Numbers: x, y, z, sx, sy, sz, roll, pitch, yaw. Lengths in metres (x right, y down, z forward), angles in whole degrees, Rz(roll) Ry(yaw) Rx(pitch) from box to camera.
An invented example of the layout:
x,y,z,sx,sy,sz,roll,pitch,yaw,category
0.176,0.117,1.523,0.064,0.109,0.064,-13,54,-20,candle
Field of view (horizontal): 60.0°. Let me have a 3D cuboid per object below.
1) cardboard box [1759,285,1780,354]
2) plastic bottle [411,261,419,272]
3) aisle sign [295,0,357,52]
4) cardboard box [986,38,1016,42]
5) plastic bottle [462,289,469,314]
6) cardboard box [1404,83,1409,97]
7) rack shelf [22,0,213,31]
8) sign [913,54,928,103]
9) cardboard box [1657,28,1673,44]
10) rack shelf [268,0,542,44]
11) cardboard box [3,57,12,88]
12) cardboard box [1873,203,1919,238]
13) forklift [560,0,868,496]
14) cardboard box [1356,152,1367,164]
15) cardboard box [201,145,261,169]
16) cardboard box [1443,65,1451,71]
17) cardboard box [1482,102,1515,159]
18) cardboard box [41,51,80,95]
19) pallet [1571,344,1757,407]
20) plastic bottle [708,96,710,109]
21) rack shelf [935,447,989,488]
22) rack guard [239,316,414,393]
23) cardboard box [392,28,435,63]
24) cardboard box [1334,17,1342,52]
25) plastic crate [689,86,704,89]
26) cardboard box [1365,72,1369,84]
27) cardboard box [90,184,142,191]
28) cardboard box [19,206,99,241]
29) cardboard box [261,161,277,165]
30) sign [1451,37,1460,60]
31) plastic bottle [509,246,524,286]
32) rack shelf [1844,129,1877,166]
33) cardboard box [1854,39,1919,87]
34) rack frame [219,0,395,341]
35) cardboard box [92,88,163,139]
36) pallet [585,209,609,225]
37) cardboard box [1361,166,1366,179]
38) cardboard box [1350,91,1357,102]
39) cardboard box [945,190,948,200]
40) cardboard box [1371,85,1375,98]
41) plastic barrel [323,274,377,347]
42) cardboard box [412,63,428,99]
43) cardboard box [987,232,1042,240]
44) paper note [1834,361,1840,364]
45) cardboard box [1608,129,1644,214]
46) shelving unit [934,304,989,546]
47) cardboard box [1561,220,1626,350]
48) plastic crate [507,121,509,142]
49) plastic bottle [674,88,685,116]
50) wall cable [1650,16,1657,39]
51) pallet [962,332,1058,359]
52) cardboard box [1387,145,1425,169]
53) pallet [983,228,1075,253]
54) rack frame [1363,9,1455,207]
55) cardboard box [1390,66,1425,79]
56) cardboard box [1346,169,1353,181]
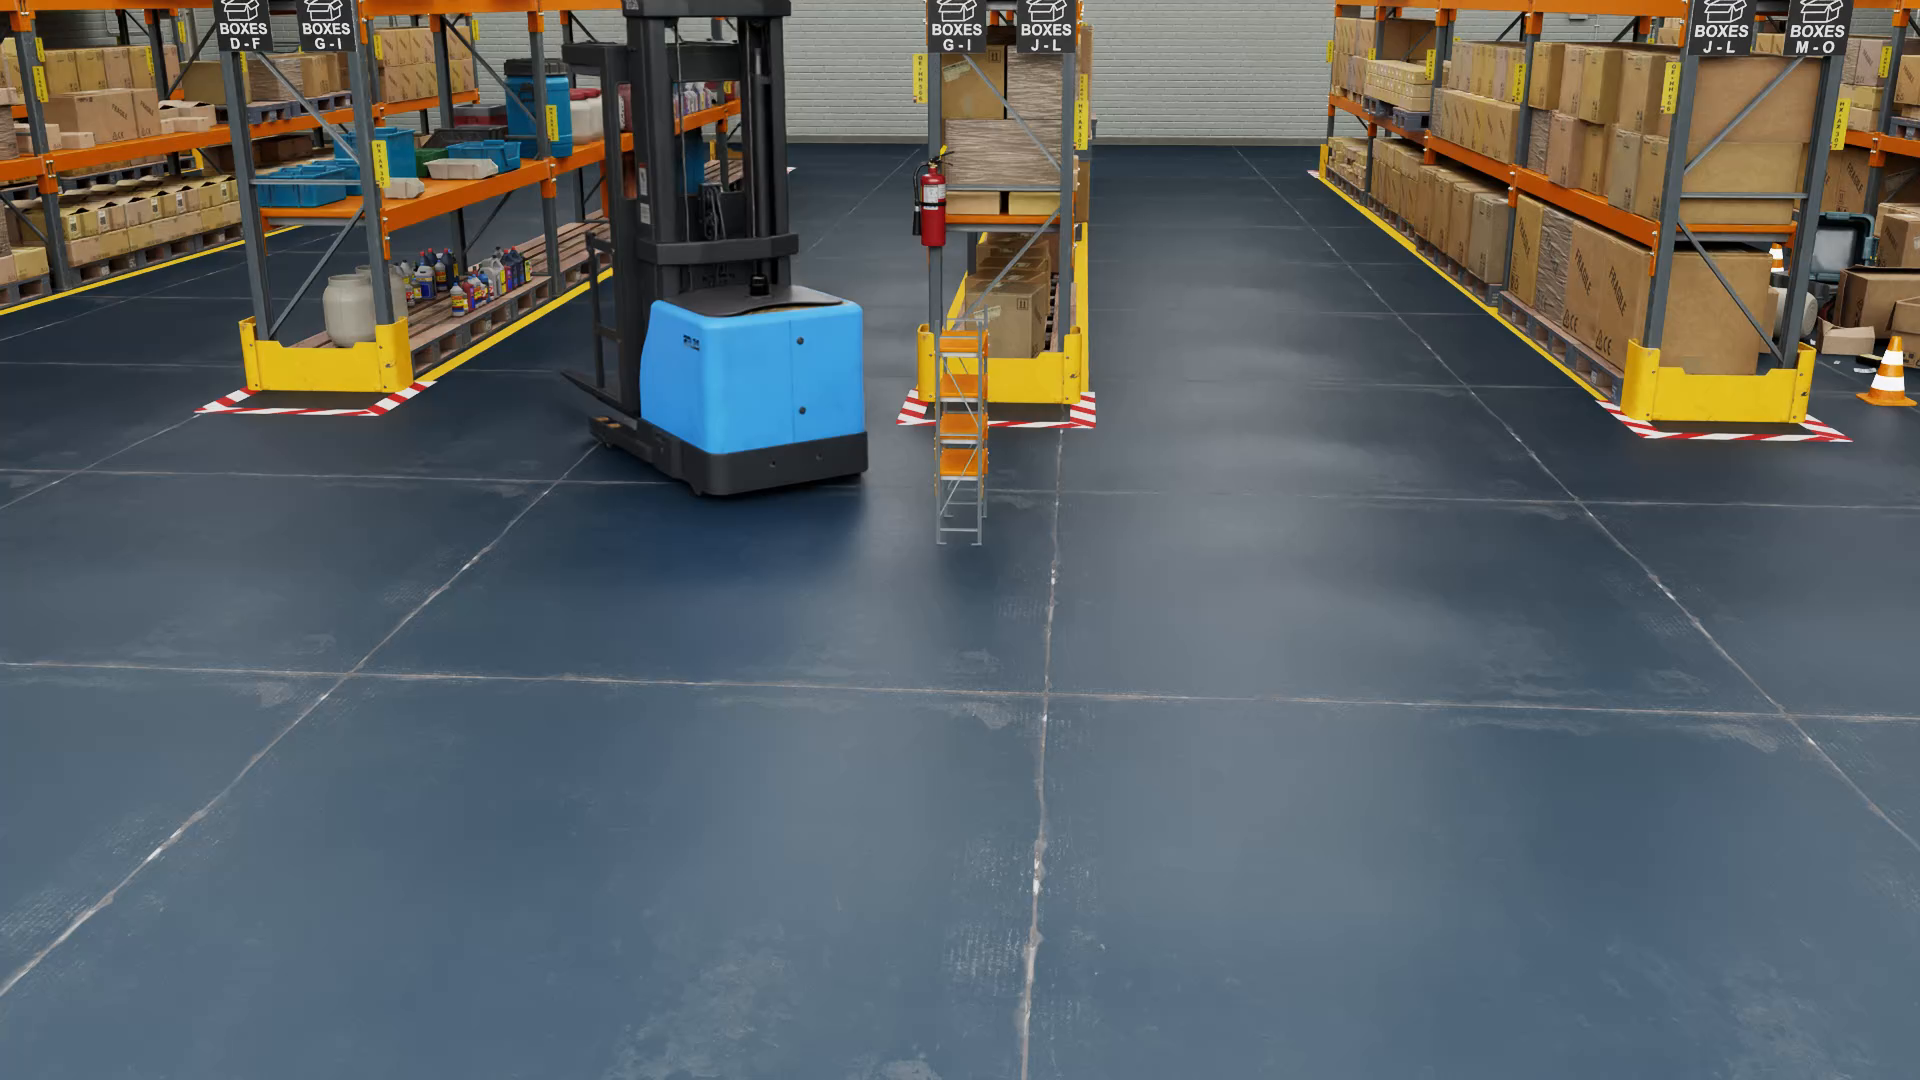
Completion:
x,y,z,sx,sy,sz,roll,pitch,yaw,category
6.422,-1.848,13.754,0.500,0.500,0.500,4,19,13,cardboard box
-4.909,-2.360,14.963,0.061,0.283,0.133,2,18,6,plastic bottle
-4.370,-3.756,11.394,0.394,0.787,0.004,1,18,4,aisle sign
0.188,-3.745,13.291,0.500,0.500,0.500,1,18,4,cardboard box
-4.209,-2.017,14.049,0.097,0.201,0.097,0,18,0,plastic bottle
5.395,-5.250,19.378,0.380,0.149,0.250,2,18,6,cardboard box
-9.168,-5.608,17.560,1.077,0.370,4.000,1,18,4,rack shelf
-0.269,-3.158,11.377,0.100,0.325,0.005,1,18,4,sign
10.996,-7.567,25.433,0.500,0.500,0.500,1,18,3,cardboard box
-4.514,-4.254,13.427,1.077,0.370,4.000,1,18,4,rack shelf
-13.487,-6.388,22.932,0.500,0.500,0.500,1,18,4,cardboard box
10.690,-3.478,18.266,0.950,0.372,0.625,0,18,0,cardboard box
-1.768,-2.052,10.477,1.130,2.935,3.031,-11,21,-31,forklift
5.838,-5.425,23.612,0.380,0.149,0.250,1,18,3,cardboard box
-9.191,-4.837,20.970,0.500,0.250,0.500,2,18,6,cardboard box
6.137,-5.769,20.486,0.380,0.149,0.250,1,18,3,cardboard box
5.317,-3.912,15.883,0.500,0.500,0.500,1,18,3,cardboard box
-13.623,-6.808,24.402,0.980,0.700,0.700,2,18,5,cardboard box
5.202,-1.222,12.313,1.003,0.211,1.213,1,18,4,pallet
-3.484,-6.016,22.784,0.097,0.201,0.097,0,18,0,plastic bottle
0.012,-0.369,8.976,0.258,0.148,0.480,1,18,4,rack shelf
-4.699,-1.386,12.351,1.175,0.500,0.348,1,18,4,rack guard
-8.313,-7.531,25.324,0.500,0.500,0.500,2,18,6,cardboard box
6.073,-7.797,25.656,0.500,0.500,0.500,1,18,4,cardboard box
-3.972,-6.727,24.963,0.293,0.136,0.466,1,18,4,plastic crate
5.596,-6.133,22.075,0.380,0.149,0.250,2,18,5,cardboard box
-9.423,-3.828,18.628,0.500,0.311,0.500,1,18,2,cardboard box
-9.033,-3.186,16.669,0.500,0.311,0.500,1,18,4,cardboard box
-9.154,-4.624,21.524,0.500,0.500,0.500,1,18,2,cardboard box
6.637,-6.563,22.275,0.100,0.325,0.005,1,18,4,sign
-4.129,-2.536,15.392,0.144,0.351,0.185,1,18,2,plastic bottle
10.884,-4.982,20.465,1.077,0.370,4.000,1,18,4,rack shelf
10.517,-5.392,18.793,0.500,0.500,0.500,1,18,2,cardboard box
-4.657,-2.550,11.887,1.000,3.000,0.127,1,18,4,rack frame
-9.128,-4.672,18.203,0.500,0.500,0.500,0,18,1,cardboard box
-4.069,-3.955,20.654,1.003,0.211,1.213,1,18,4,pallet
5.789,-5.115,23.142,0.380,0.149,0.250,2,18,5,cardboard box
5.910,-6.486,24.302,0.380,0.149,0.250,2,18,5,cardboard box
0.082,-2.569,12.350,0.380,0.149,0.250,1,18,4,cardboard box
5.560,-5.828,21.621,0.380,0.149,0.250,1,18,4,cardboard box
-4.686,-1.773,12.838,0.421,0.512,0.421,0,18,0,plastic barrel
-8.357,-6.902,25.010,0.500,0.500,0.500,1,18,4,cardboard box
0.501,-2.570,15.288,0.500,0.500,0.500,1,18,2,cardboard box
6.971,-1.412,13.216,0.032,0.001,0.123,12,22,32,paper note
5.222,-2.656,11.970,0.875,0.550,0.550,1,18,4,cardboard box
0.012,-0.622,8.893,0.258,1.200,0.503,1,18,4,shelving unit
5.267,-1.972,12.862,0.875,0.875,0.875,1,18,3,cardboard box
-4.602,-4.134,16.747,0.392,0.384,0.575,1,18,4,plastic crate
-3.616,-5.618,21.331,0.144,0.351,0.185,1,18,4,plastic bottle
13.111,-9.394,31.142,0.588,1.984,0.122,1,18,4,wall cable
0.382,-1.389,12.823,1.003,0.211,1.213,1,18,4,pallet
5.690,-4.845,21.026,0.500,0.250,0.500,2,18,6,cardboard box
0.799,-3.356,18.826,1.003,0.211,1.213,1,18,4,pallet
6.083,-6.024,22.490,1.000,3.000,0.127,1,18,4,rack frame
5.469,-5.708,20.301,0.380,0.149,0.250,2,18,7,cardboard box
5.845,-5.320,24.244,0.380,0.149,0.250,1,18,4,cardboard box
